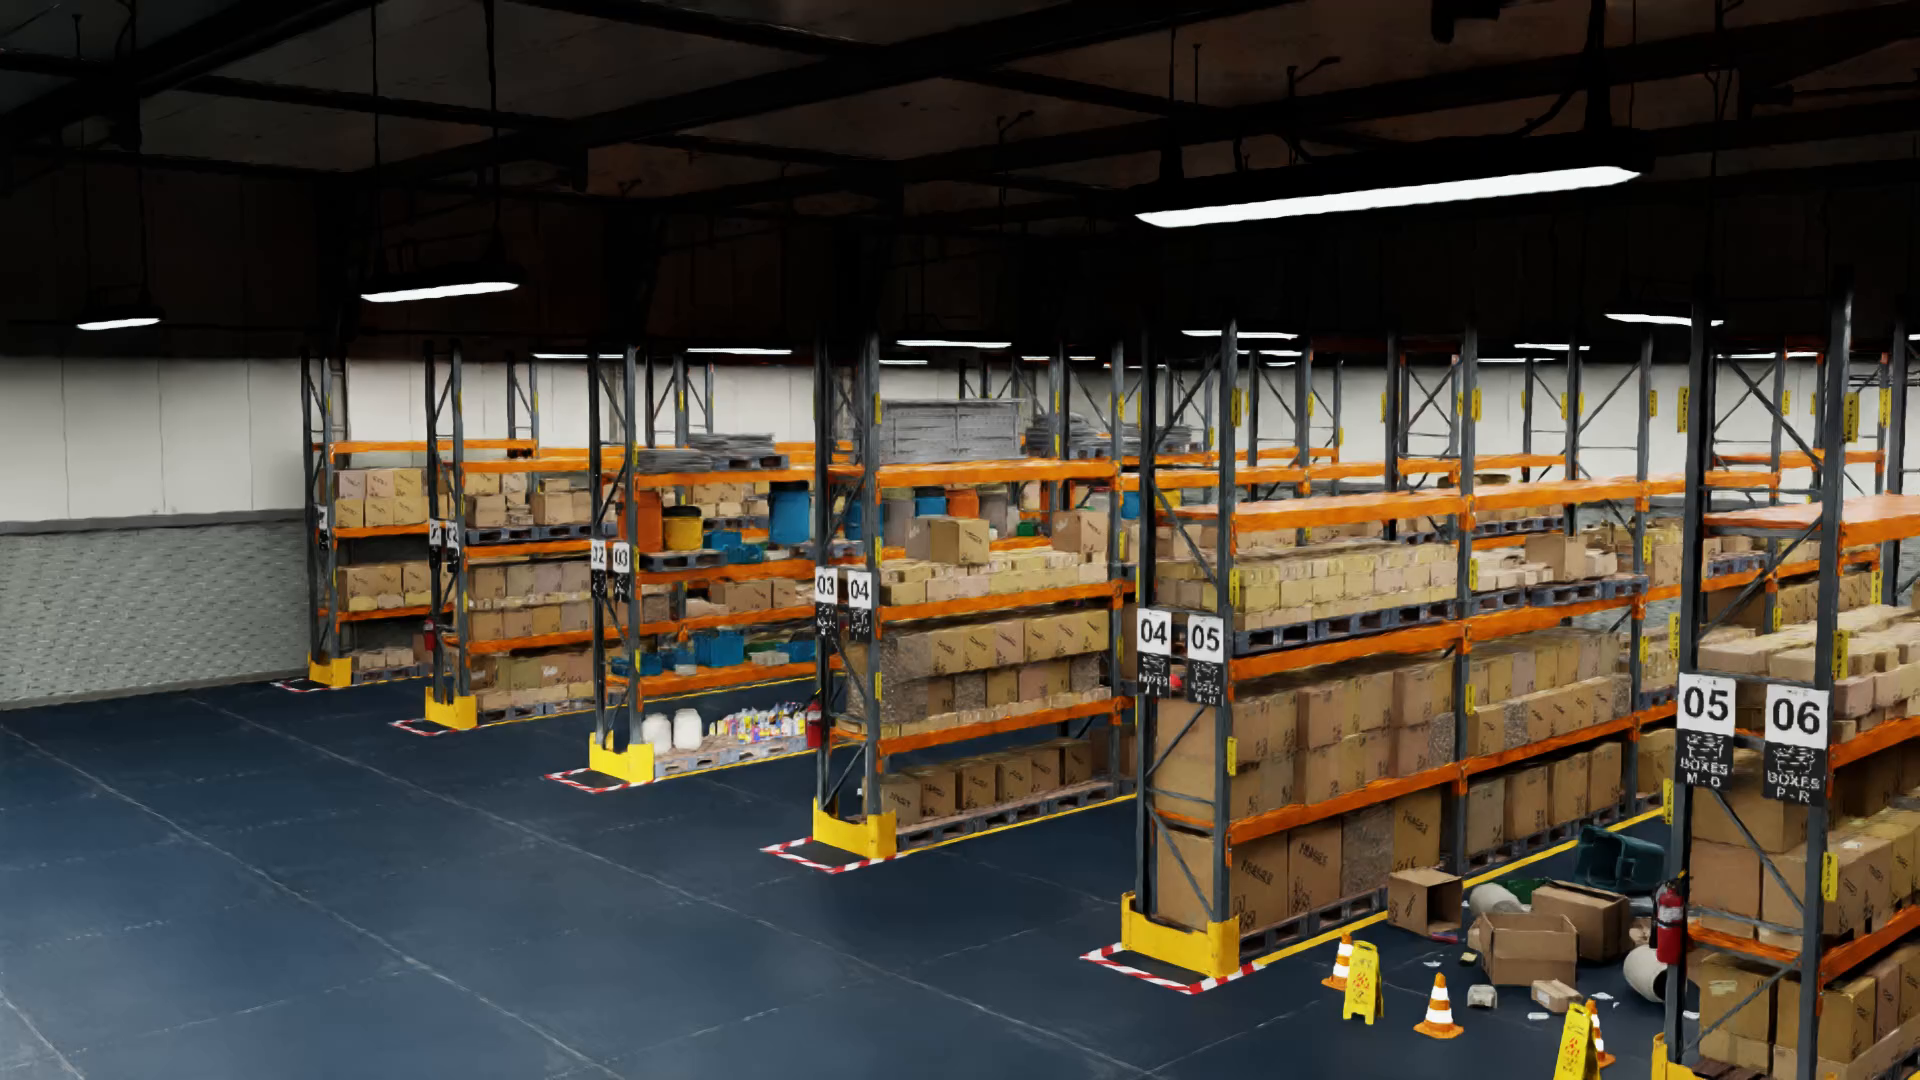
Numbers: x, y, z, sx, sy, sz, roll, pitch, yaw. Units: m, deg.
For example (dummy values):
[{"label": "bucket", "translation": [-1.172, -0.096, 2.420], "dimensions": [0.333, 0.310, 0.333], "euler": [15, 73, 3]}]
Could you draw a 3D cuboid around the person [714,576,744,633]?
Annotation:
[{"label": "person", "translation": [-4.428, 1.471, 31.724], "dimensions": [0.631, 1.781, 0.555], "euler": [-1, 5, -12]}]

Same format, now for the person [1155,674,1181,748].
[{"label": "person", "translation": [2.671, 2.503, 20.497], "dimensions": [0.552, 1.742, 0.677], "euler": [-5, 7, -45]}]

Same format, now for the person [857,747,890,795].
[{"label": "person", "translation": [-1.076, 2.427, 21.498], "dimensions": [0.577, 1.665, 0.574], "euler": [-2, 5, -17]}]
